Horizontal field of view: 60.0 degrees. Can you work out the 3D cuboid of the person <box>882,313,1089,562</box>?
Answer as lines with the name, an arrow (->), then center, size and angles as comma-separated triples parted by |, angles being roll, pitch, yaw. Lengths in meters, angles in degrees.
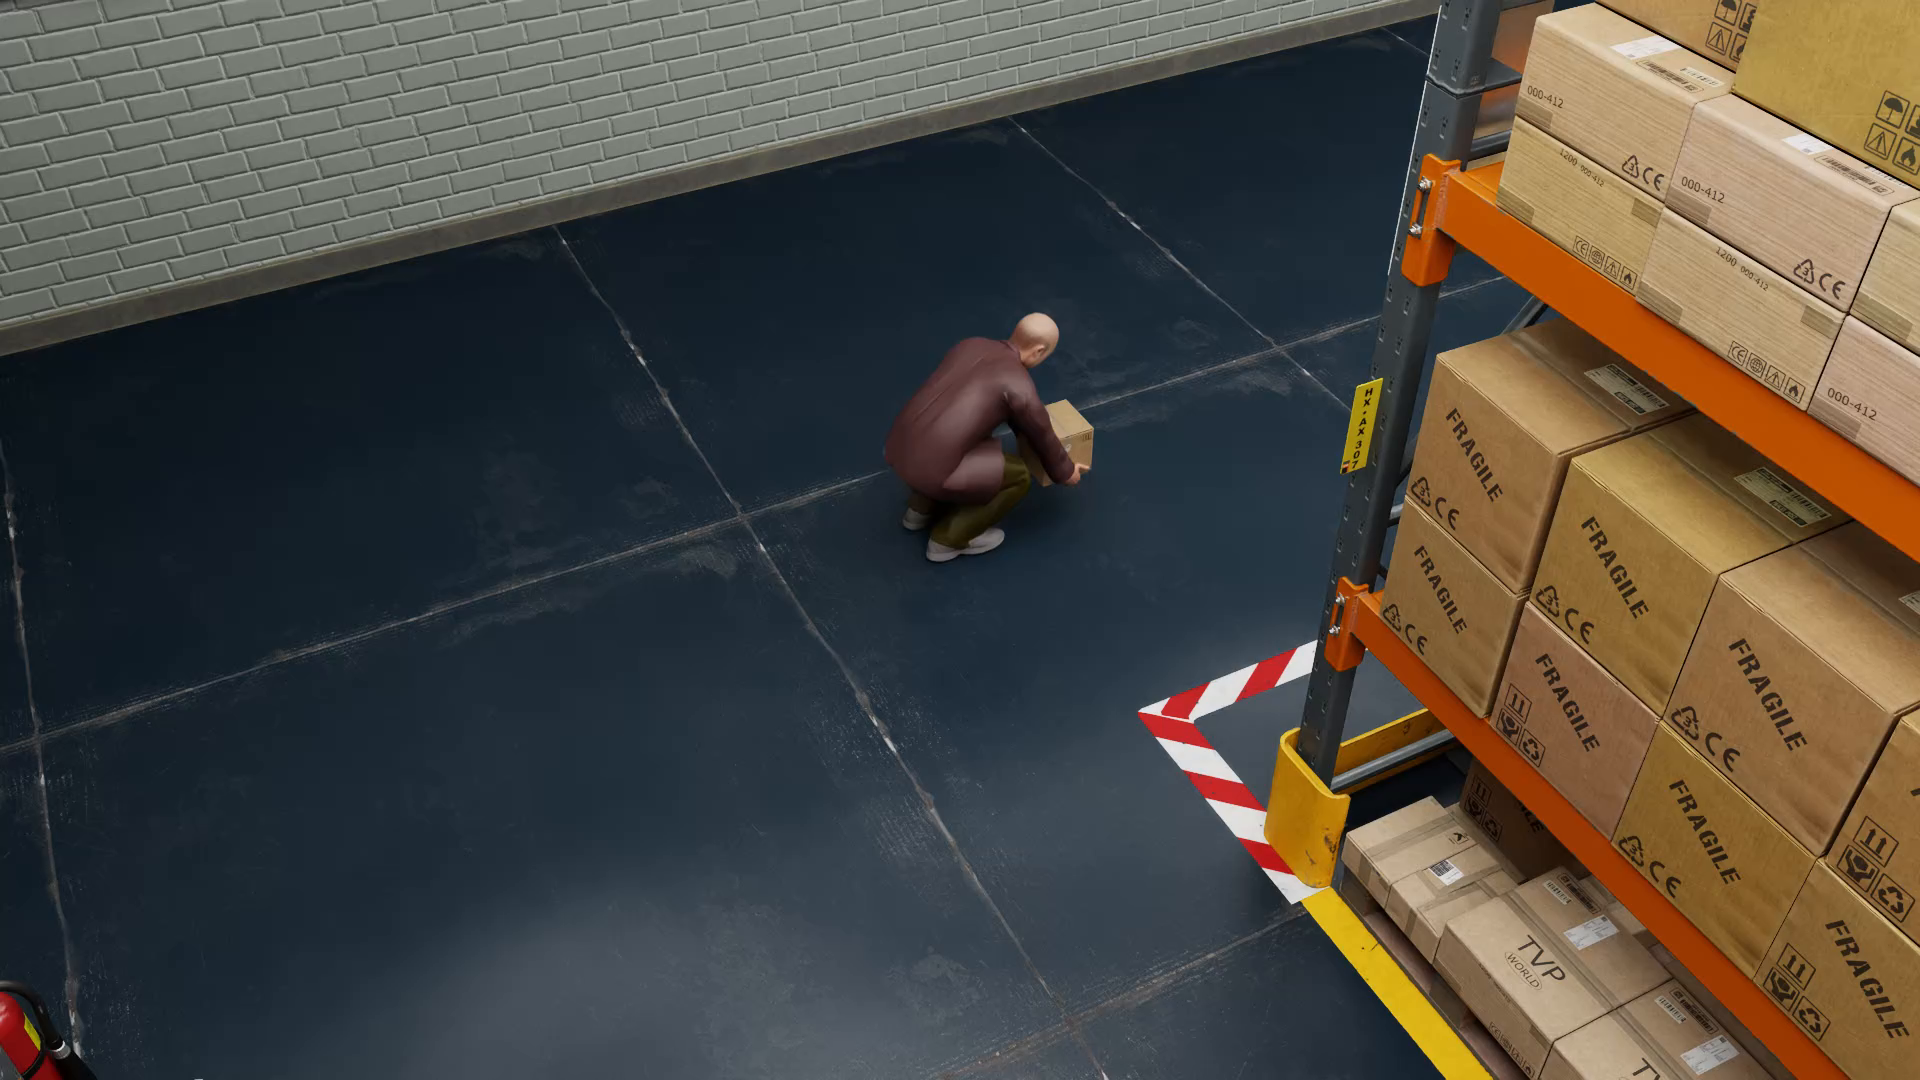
person -> 0.107, -0.456, 7.316 | 0.940, 0.979, 0.577 | -20, 44, -21
